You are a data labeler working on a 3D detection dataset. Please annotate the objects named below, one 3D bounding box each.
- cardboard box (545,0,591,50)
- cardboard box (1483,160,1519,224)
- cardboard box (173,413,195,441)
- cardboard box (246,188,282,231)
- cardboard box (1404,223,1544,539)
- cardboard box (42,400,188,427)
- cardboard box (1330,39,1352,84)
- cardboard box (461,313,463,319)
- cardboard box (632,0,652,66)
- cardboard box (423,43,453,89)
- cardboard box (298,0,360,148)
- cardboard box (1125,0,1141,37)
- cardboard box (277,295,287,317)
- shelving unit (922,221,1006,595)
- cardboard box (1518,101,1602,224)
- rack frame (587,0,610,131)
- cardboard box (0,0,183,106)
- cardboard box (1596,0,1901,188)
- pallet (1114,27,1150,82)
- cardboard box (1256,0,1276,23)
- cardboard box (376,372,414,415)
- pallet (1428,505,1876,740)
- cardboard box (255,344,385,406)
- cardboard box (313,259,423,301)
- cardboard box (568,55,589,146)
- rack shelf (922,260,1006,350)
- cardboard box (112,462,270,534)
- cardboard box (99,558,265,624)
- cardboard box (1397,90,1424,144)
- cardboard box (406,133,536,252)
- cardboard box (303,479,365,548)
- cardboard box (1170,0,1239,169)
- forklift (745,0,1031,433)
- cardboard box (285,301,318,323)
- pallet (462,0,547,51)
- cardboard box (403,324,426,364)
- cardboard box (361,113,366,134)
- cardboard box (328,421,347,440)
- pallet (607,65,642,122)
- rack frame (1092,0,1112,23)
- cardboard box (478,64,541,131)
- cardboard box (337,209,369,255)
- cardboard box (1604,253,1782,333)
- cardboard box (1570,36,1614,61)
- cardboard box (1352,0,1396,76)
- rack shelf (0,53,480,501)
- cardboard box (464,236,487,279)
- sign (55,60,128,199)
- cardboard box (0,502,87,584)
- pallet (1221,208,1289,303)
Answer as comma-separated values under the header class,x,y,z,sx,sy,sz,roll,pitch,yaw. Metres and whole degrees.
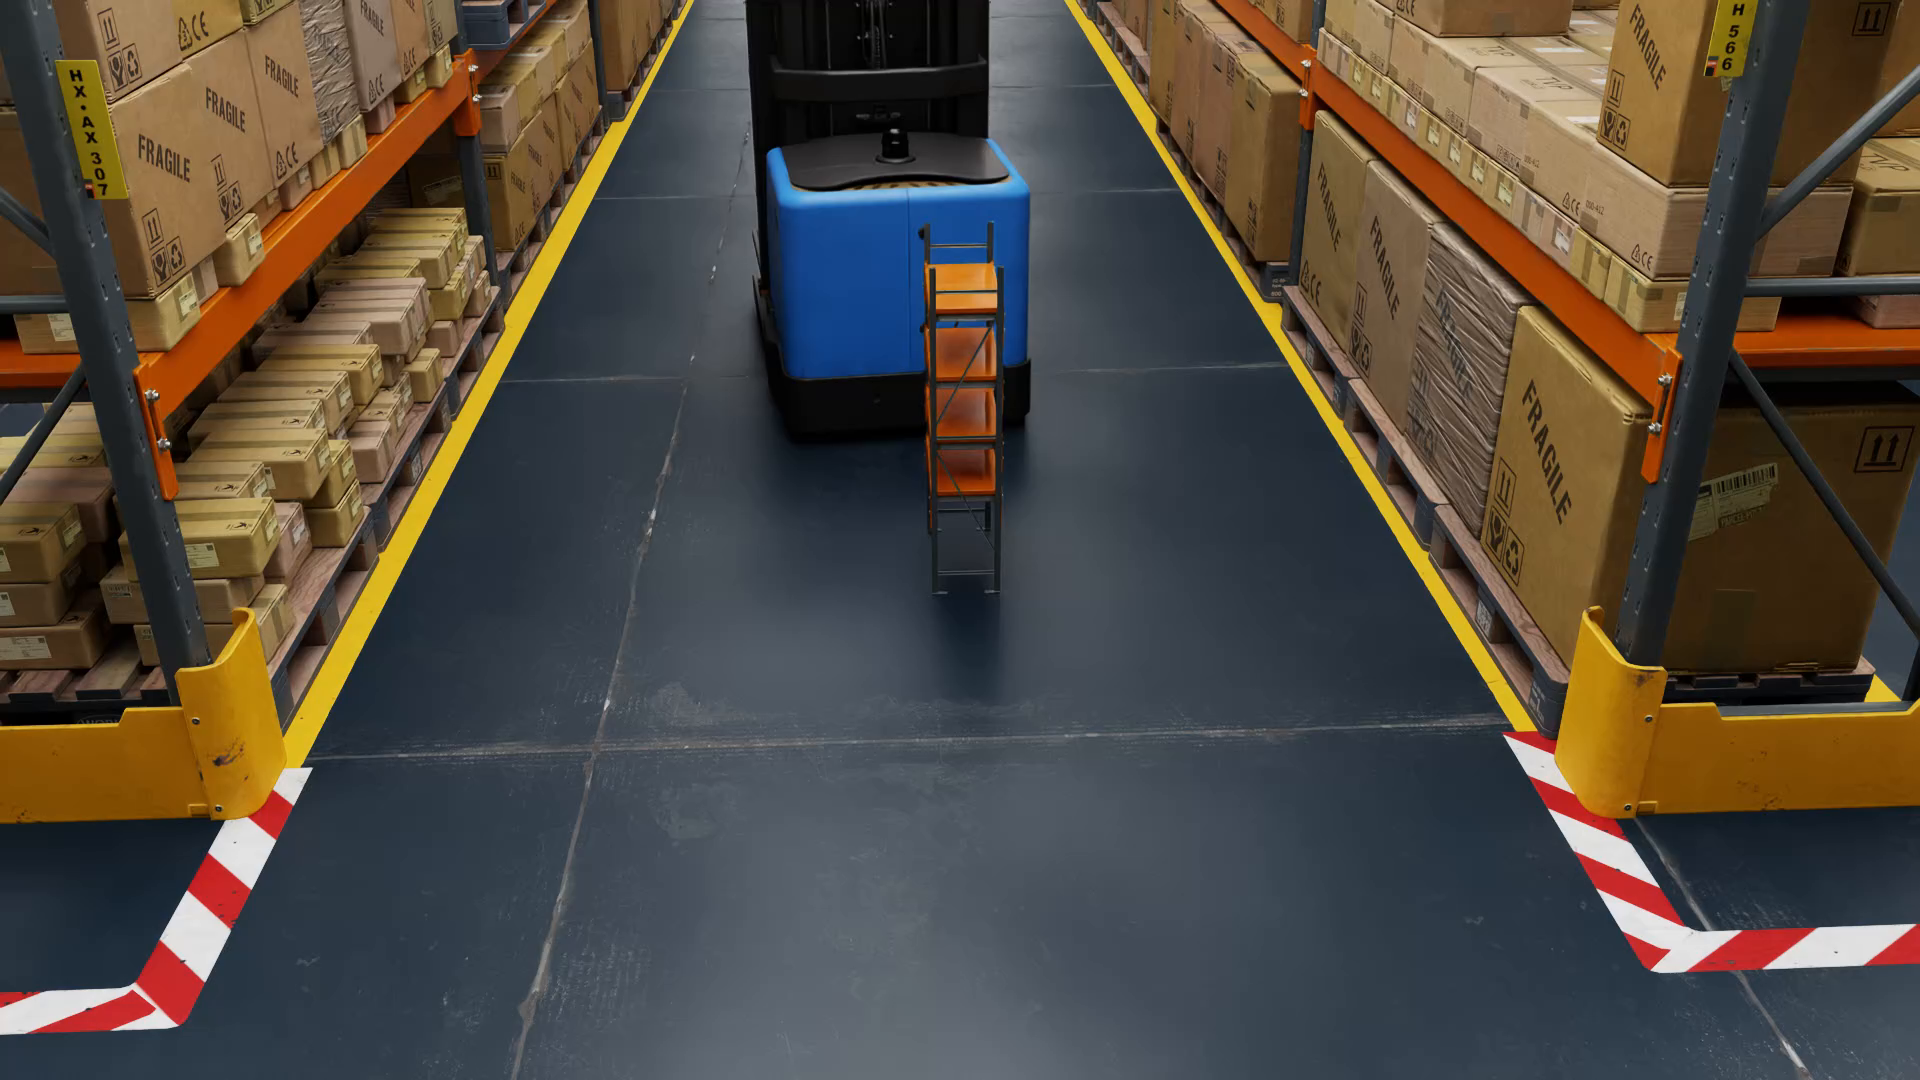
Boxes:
class,x,y,z,sx,sy,sz,roll,pitch,yaw
cardboard box,-2.710,-3.362,10.890,0.500,0.250,0.500,-2,28,-4
cardboard box,1.966,-1.157,5.495,0.380,0.149,0.250,-2,28,-4
cardboard box,-2.971,-0.336,5.958,0.380,0.149,0.250,-1,28,-2
cardboard box,-2.435,-1.097,5.382,0.380,0.149,0.250,-2,28,-3
cardboard box,2.208,-0.598,5.996,0.875,0.875,0.875,-1,28,-3
cardboard box,-2.987,-0.469,5.891,0.380,0.149,0.250,0,28,-1
cardboard box,1.857,-2.110,7.323,0.380,0.149,0.250,-2,28,-4
cardboard box,-2.508,-1.041,7.631,0.380,0.149,0.250,-1,28,-1
cardboard box,-2.999,-4.137,12.917,1.050,0.750,0.750,-1,28,-2
cardboard box,-2.428,-2.060,7.228,0.380,0.149,0.250,-2,28,-4
cardboard box,-2.437,-1.665,5.769,0.500,0.500,0.500,-2,28,-4
cardboard box,1.788,-4.505,13.871,0.700,0.500,0.500,-4,28,-7
cardboard box,-3.002,-0.952,6.817,0.380,0.149,0.250,-1,28,-2
shelving unit,0.009,-0.456,5.826,0.258,1.200,0.503,-1,28,-3
cardboard box,2.052,-1.157,5.065,0.500,0.250,0.500,-2,28,-4
rack frame,-3.008,-4.261,11.176,1.000,3.000,0.127,-1,28,-3
cardboard box,-2.348,-1.400,4.180,0.500,0.500,0.500,-2,28,-3
cardboard box,2.081,-1.256,4.445,0.500,0.500,0.500,-1,28,-2
pallet,1.851,-4.021,13.731,1.003,0.211,1.213,-1,28,-3
cardboard box,1.844,-2.969,8.592,0.500,0.500,0.500,-1,28,-1
cardboard box,-2.437,-0.563,6.715,0.380,0.149,0.250,-1,28,-2
pallet,2.249,0.229,5.582,1.003,0.211,1.213,-1,28,-3
cardboard box,-2.366,-0.610,6.161,0.380,0.149,0.250,-1,28,-2
cardboard box,-2.511,-1.088,7.078,0.380,0.149,0.250,-1,28,-1
cardboard box,-2.689,-2.802,10.627,0.500,0.500,0.500,0,28,-1
rack shelf,0.009,-0.804,5.644,0.258,0.148,0.480,-1,28,-3
cardboard box,-2.413,-0.127,5.236,0.380,0.149,0.250,-1,28,-2
cardboard box,-2.361,0.131,5.062,0.380,0.149,0.250,0,28,0
cardboard box,1.911,-1.632,6.408,0.380,0.149,0.250,-1,28,-2
cardboard box,-2.573,-1.839,8.782,0.500,0.500,0.500,0,28,-1
cardboard box,-2.317,-0.093,5.813,0.380,0.149,0.250,-1,28,-2
cardboard box,2.005,-2.847,10.309,1.225,0.875,0.875,-1,28,-2
forklift,-0.453,-2.407,7.695,1.130,2.935,3.031,-4,28,-9
cardboard box,-2.937,-0.942,7.119,0.380,0.149,0.250,-3,28,-5
pallet,-2.693,-2.685,8.362,1.003,0.211,1.213,-1,28,-3
cardboard box,-2.459,-0.847,6.937,0.380,0.149,0.250,-1,28,-1
cardboard box,-2.481,-1.572,6.292,0.380,0.149,0.250,-2,28,-3
cardboard box,-2.434,-0.349,5.983,0.380,0.149,0.250,-3,28,-5
pallet,-2.974,-3.391,12.523,1.003,0.211,1.213,-1,28,-3
rack frame,1.742,-6.182,14.858,1.000,3.000,0.127,-1,28,-3
cardboard box,-2.604,-2.418,9.080,0.500,0.250,0.500,-1,28,-1
cardboard box,-2.988,-1.436,7.745,0.380,0.149,0.250,0,28,-1
cardboard box,2.021,-0.685,4.591,0.380,0.149,0.250,-1,28,-2
cardboard box,2.524,-1.646,6.003,0.500,0.250,0.500,-2,28,-4
cardboard box,1.944,-2.099,6.872,0.500,0.250,0.500,-2,28,-3
rack shelf,-2.694,-1.171,6.030,1.077,0.370,4.000,-1,28,-3
cardboard box,-2.465,-1.330,7.864,0.380,0.149,0.250,-1,28,-2
sign,-2.048,-0.964,3.918,0.100,0.325,0.005,-1,28,-3
cardboard box,-2.871,0.009,4.974,0.380,0.149,0.250,-1,28,-2
pallet,2.044,-1.605,9.099,1.003,0.211,1.213,-1,28,-3
